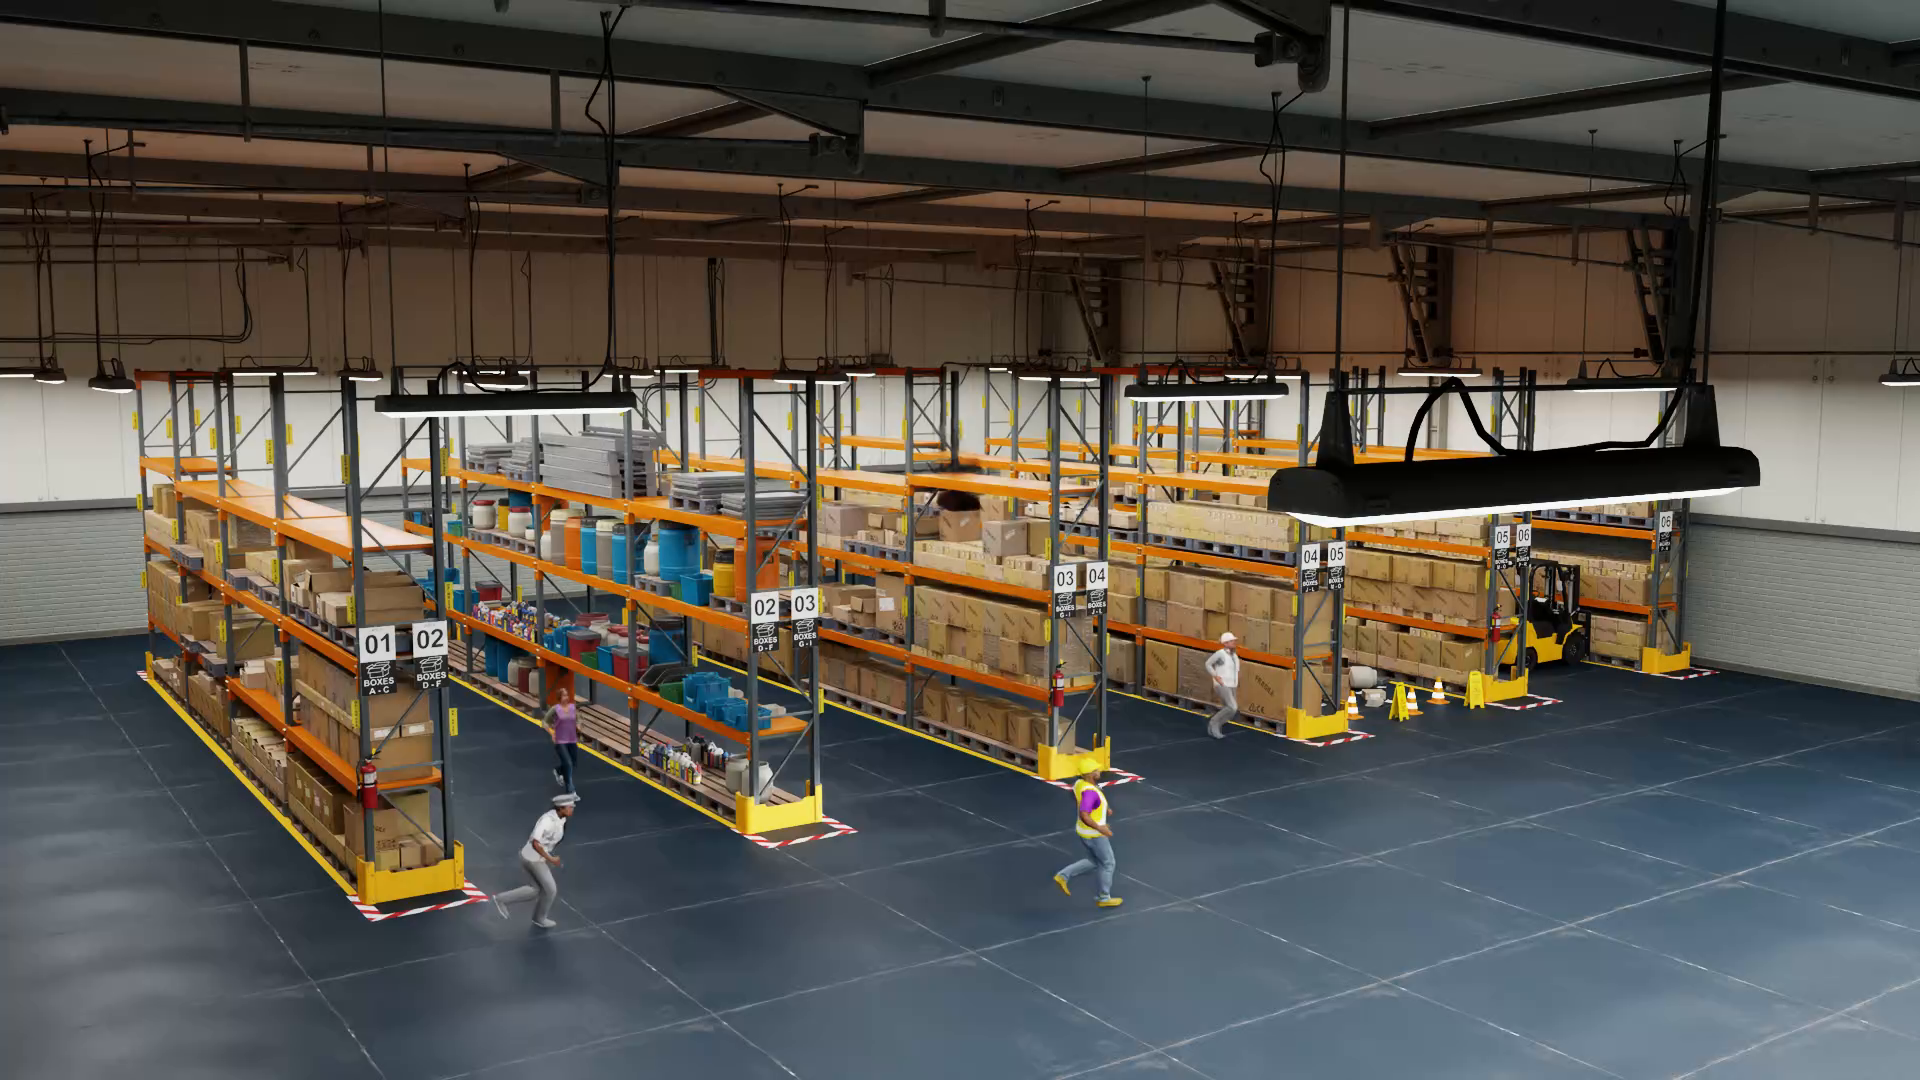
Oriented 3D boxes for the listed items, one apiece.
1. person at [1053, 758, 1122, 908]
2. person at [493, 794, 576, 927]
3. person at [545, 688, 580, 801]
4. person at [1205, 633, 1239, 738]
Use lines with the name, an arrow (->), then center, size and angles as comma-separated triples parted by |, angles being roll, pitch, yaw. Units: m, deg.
person -> 1.473, 3.338, 18.963 | 0.795, 1.733, 0.711 | -1, 7, -10
person -> -4.668, 3.546, 18.346 | 0.895, 1.517, 0.571 | 0, 6, 2
person -> -5.649, 2.878, 23.652 | 0.495, 1.569, 0.823 | -6, 9, -41
person -> 4.391, 2.390, 27.335 | 0.567, 1.733, 0.631 | 6, 9, 41
